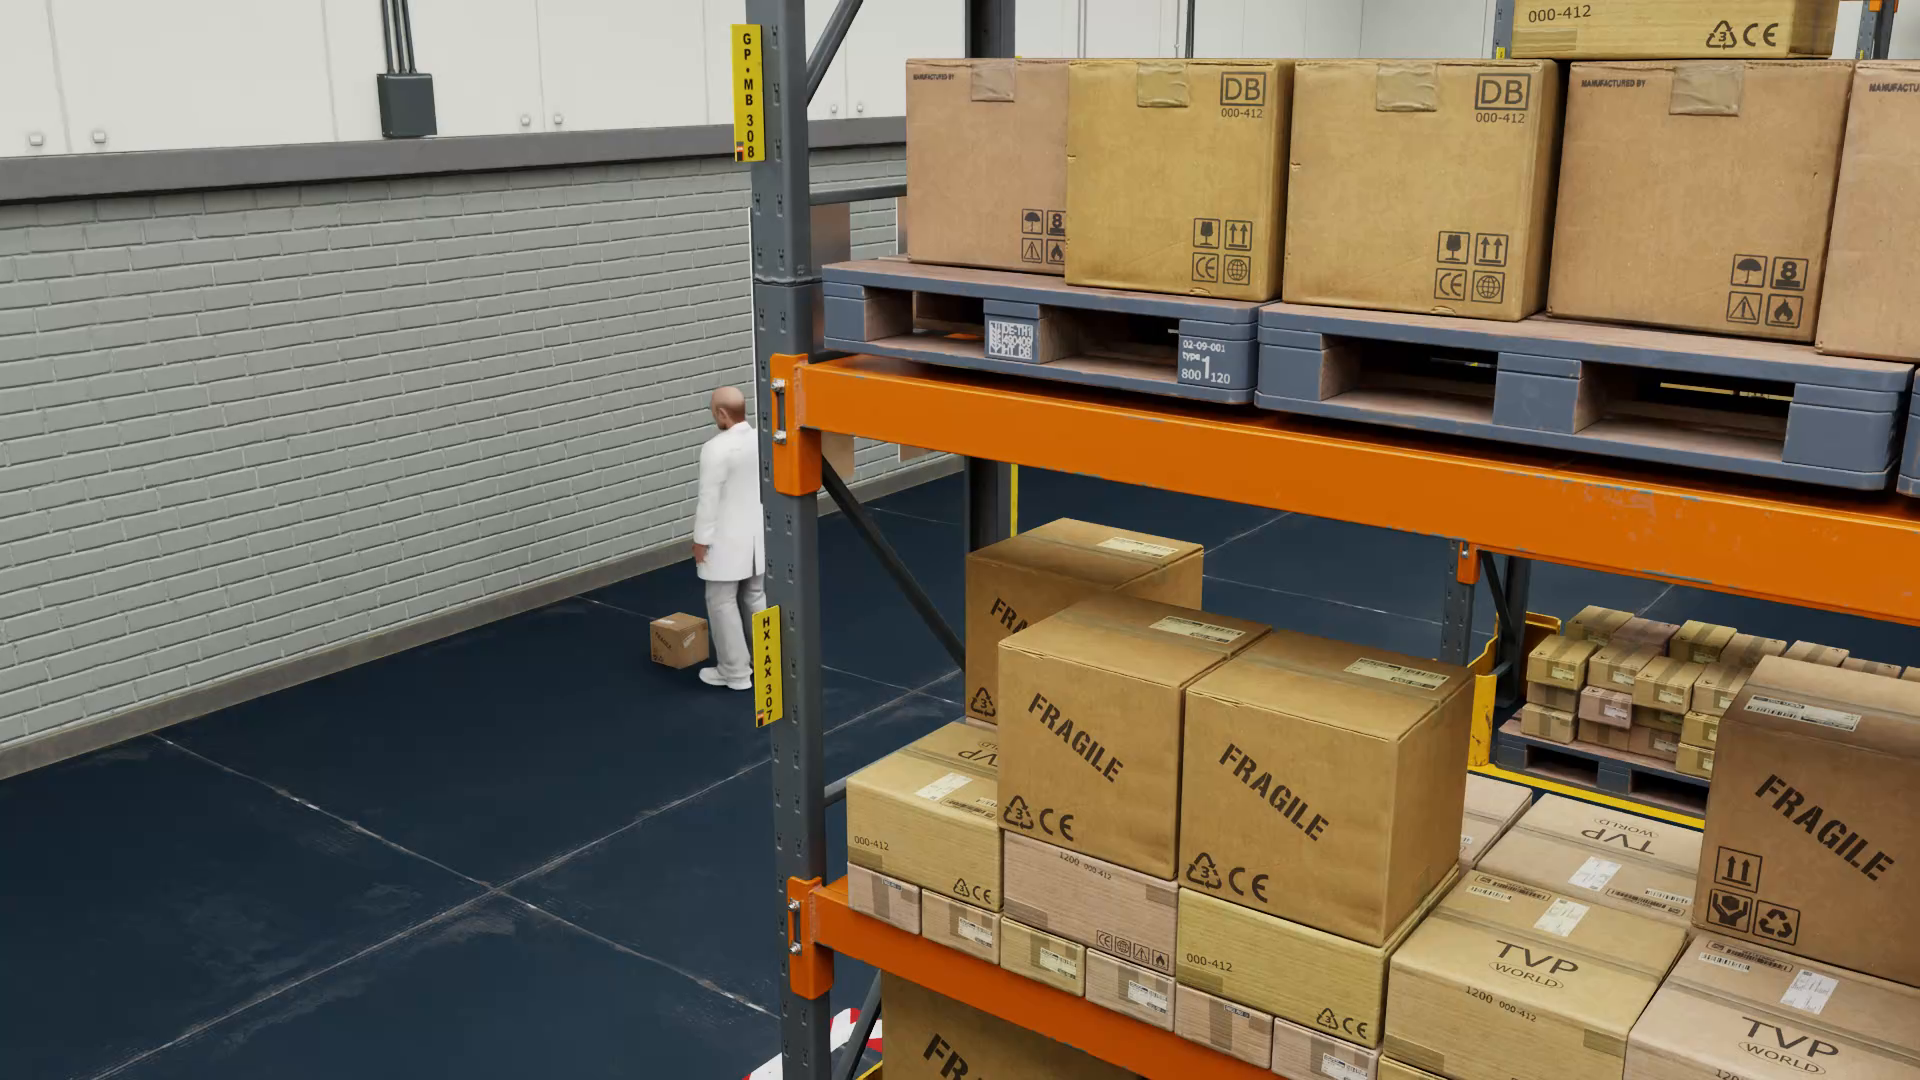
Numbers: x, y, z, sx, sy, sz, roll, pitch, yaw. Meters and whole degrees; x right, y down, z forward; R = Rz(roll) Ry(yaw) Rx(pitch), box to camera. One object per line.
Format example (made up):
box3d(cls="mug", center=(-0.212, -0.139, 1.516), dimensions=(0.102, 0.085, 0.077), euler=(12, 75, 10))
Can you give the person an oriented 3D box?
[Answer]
box3d(cls="person", center=(-1.322, -0.020, 9.646), dimensions=(0.378, 1.774, 0.562), euler=(12, 20, 36))
